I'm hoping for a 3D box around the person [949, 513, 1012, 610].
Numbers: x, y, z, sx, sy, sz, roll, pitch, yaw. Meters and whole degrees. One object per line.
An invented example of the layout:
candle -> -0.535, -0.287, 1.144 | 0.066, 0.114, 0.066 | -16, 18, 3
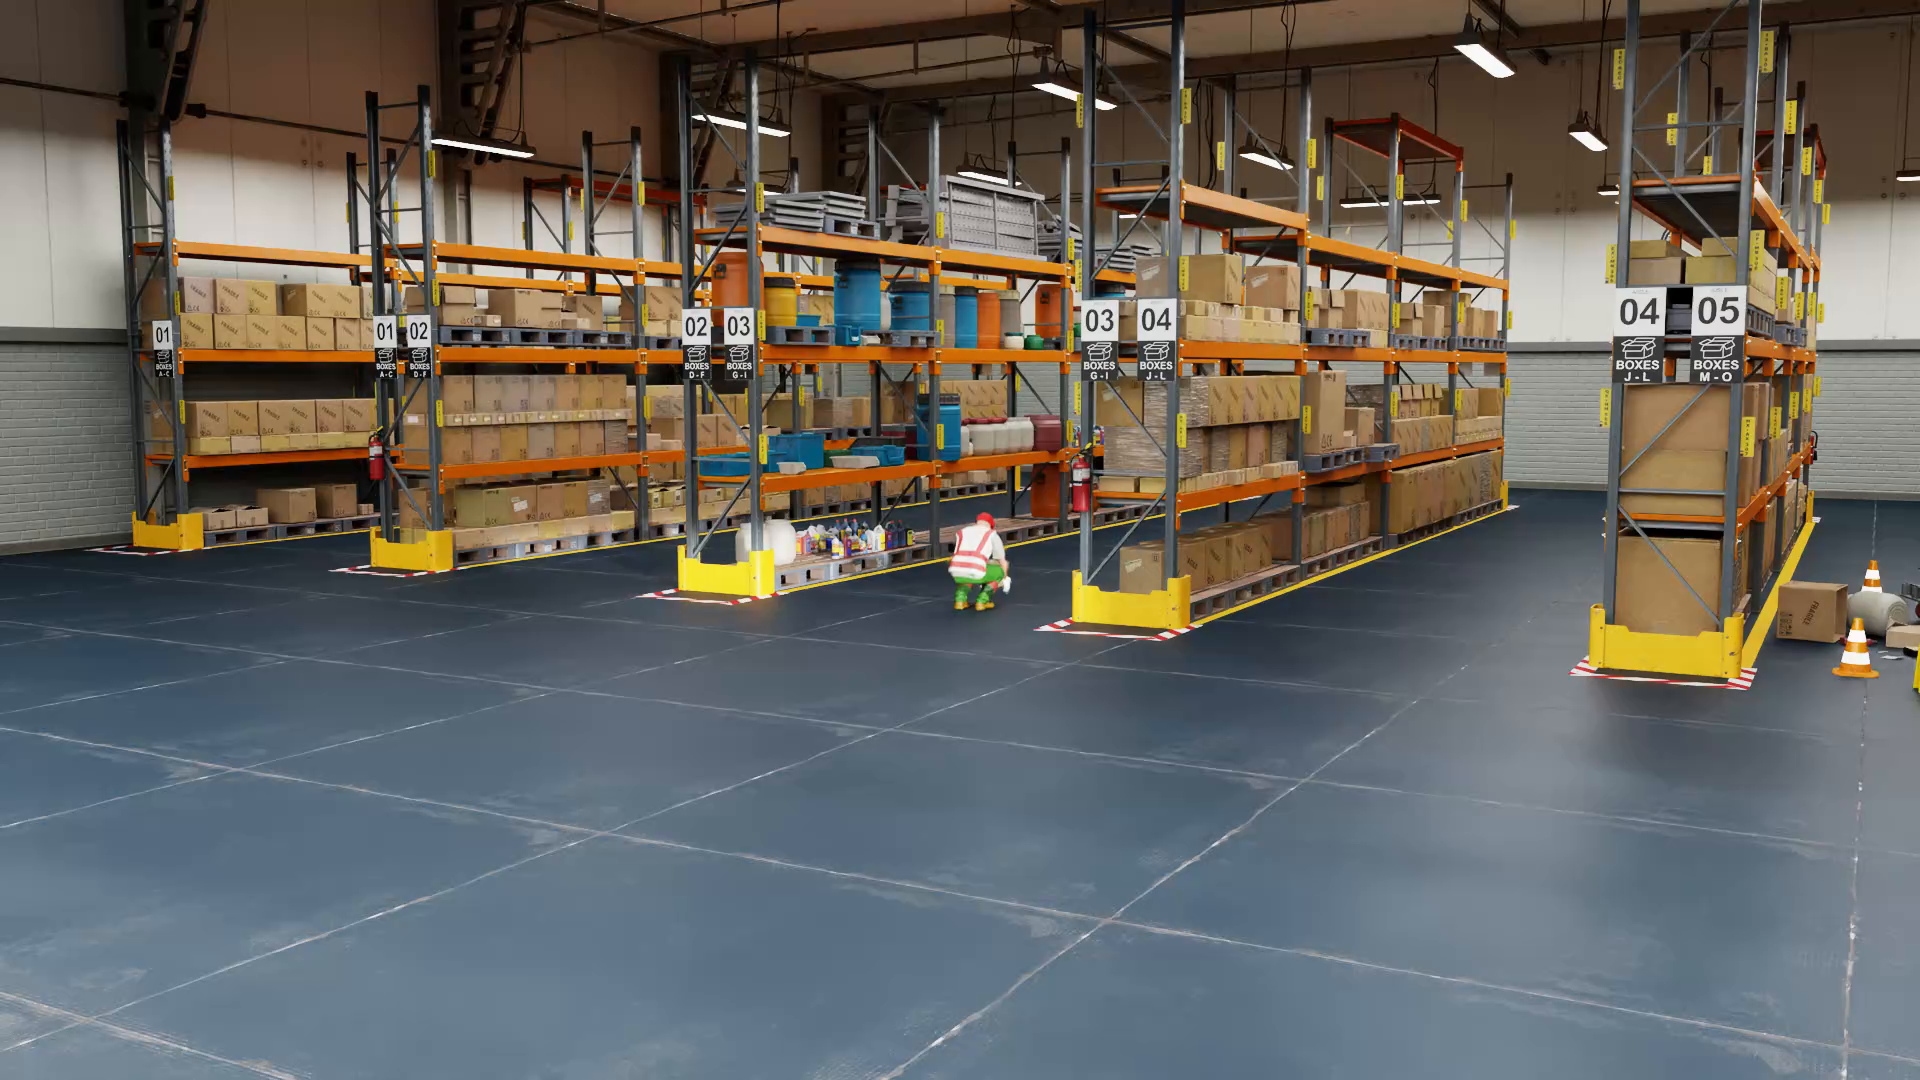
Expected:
person -> 0.191, 0.225, 17.715 | 0.548, 0.993, 0.879 | 3, 7, 28
